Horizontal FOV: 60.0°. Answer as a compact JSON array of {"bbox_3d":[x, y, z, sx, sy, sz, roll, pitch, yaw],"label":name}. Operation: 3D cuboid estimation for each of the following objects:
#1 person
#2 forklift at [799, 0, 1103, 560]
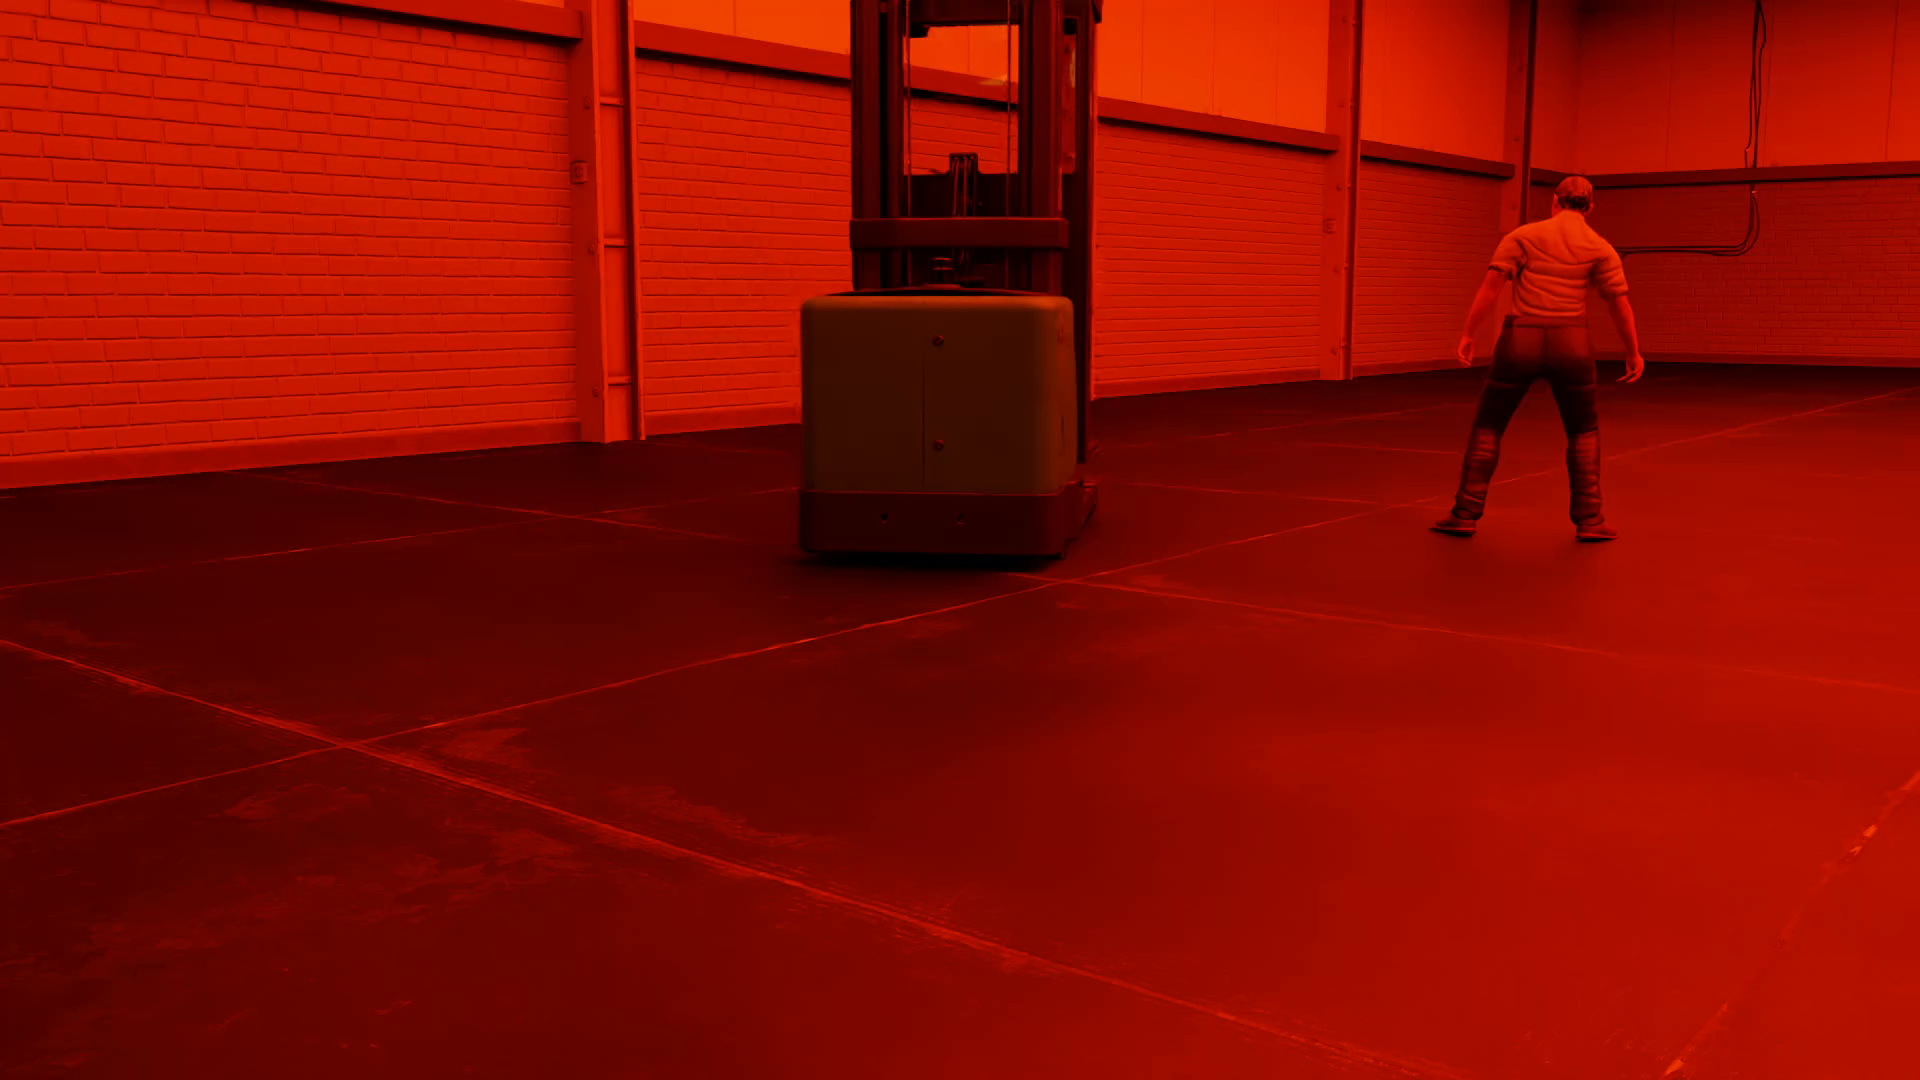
[{"bbox_3d":[2.594,-0.801,7.417,0.867,1.597,0.353,3,9,18],"label":"person"},{"bbox_3d":[0.086,-1.543,7.827,1.130,2.935,3.031,1,8,9],"label":"forklift"}]
